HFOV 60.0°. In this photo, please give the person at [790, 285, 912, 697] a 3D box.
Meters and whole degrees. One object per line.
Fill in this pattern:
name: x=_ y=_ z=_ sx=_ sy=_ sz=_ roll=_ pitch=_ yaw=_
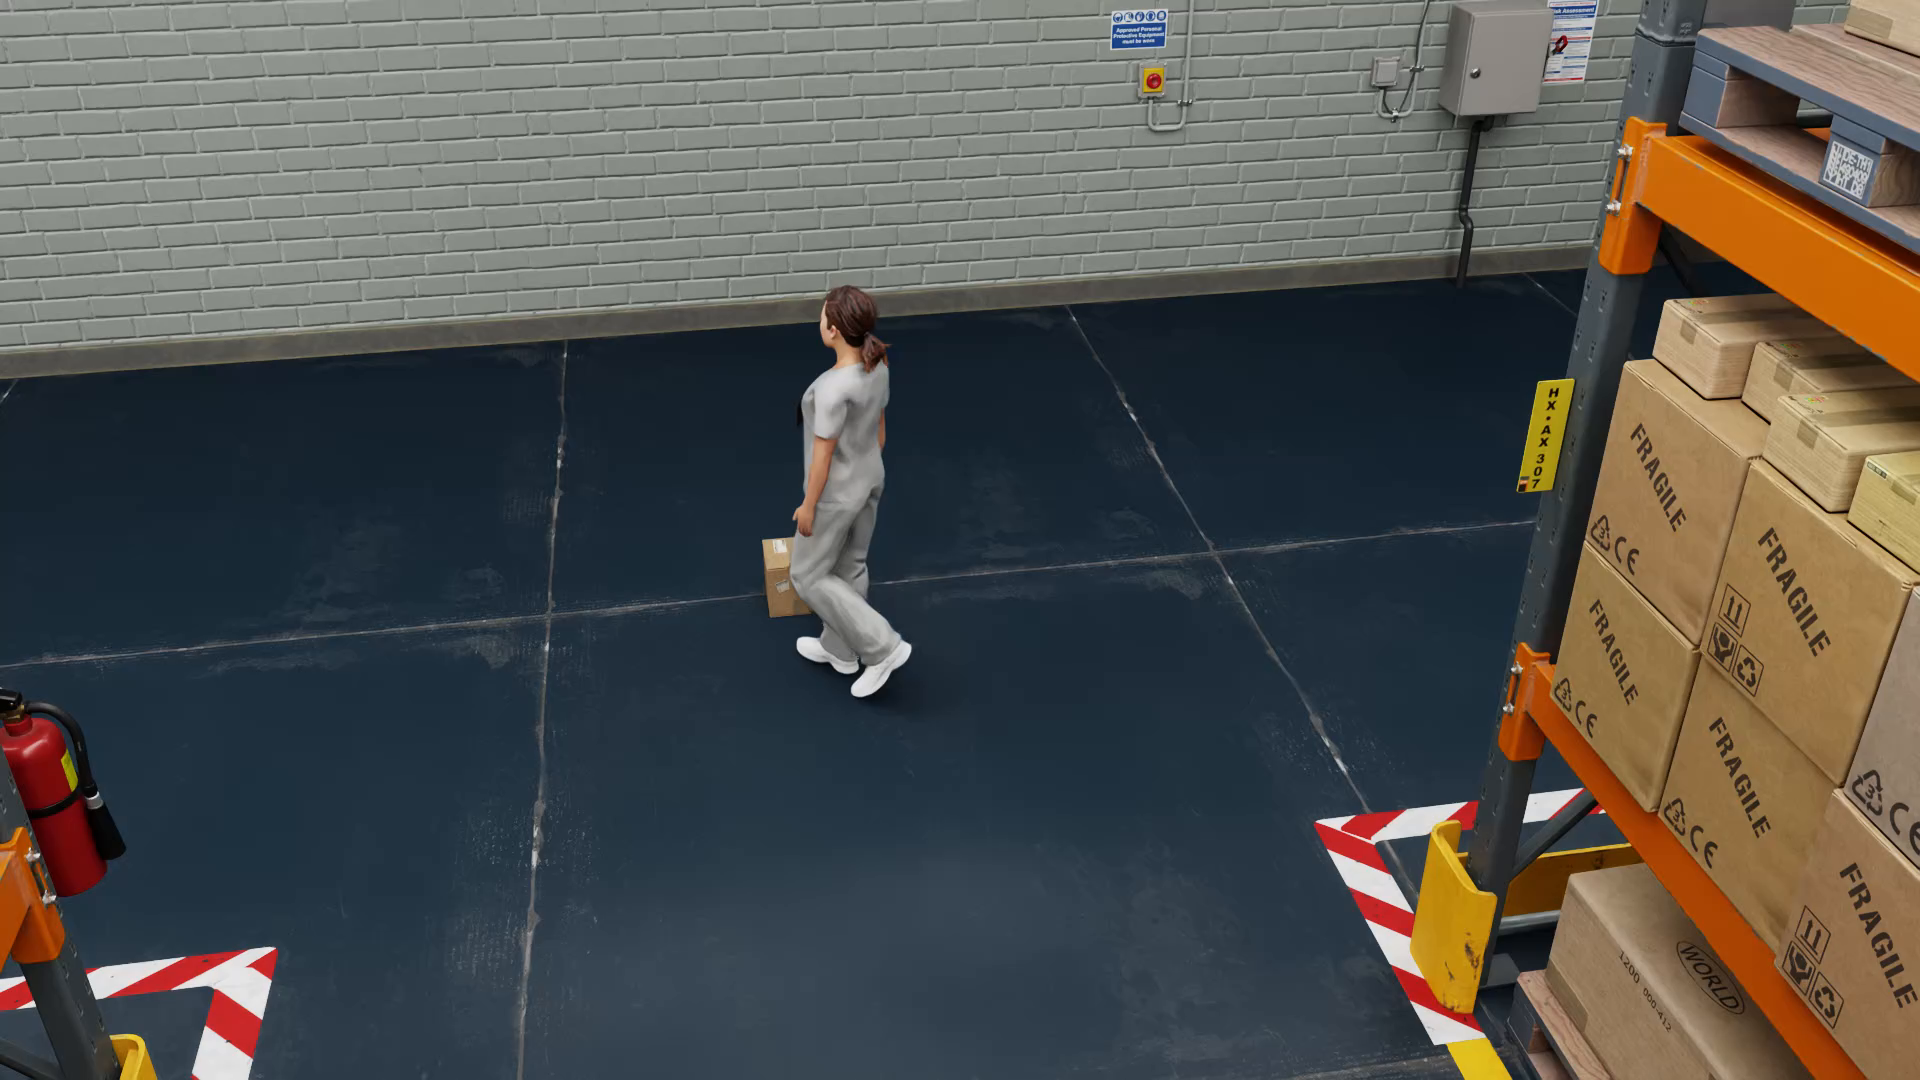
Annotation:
person: x=-0.428 y=-0.184 z=6.428 sx=0.575 sy=1.666 sz=0.460 roll=14 pitch=34 yaw=22
